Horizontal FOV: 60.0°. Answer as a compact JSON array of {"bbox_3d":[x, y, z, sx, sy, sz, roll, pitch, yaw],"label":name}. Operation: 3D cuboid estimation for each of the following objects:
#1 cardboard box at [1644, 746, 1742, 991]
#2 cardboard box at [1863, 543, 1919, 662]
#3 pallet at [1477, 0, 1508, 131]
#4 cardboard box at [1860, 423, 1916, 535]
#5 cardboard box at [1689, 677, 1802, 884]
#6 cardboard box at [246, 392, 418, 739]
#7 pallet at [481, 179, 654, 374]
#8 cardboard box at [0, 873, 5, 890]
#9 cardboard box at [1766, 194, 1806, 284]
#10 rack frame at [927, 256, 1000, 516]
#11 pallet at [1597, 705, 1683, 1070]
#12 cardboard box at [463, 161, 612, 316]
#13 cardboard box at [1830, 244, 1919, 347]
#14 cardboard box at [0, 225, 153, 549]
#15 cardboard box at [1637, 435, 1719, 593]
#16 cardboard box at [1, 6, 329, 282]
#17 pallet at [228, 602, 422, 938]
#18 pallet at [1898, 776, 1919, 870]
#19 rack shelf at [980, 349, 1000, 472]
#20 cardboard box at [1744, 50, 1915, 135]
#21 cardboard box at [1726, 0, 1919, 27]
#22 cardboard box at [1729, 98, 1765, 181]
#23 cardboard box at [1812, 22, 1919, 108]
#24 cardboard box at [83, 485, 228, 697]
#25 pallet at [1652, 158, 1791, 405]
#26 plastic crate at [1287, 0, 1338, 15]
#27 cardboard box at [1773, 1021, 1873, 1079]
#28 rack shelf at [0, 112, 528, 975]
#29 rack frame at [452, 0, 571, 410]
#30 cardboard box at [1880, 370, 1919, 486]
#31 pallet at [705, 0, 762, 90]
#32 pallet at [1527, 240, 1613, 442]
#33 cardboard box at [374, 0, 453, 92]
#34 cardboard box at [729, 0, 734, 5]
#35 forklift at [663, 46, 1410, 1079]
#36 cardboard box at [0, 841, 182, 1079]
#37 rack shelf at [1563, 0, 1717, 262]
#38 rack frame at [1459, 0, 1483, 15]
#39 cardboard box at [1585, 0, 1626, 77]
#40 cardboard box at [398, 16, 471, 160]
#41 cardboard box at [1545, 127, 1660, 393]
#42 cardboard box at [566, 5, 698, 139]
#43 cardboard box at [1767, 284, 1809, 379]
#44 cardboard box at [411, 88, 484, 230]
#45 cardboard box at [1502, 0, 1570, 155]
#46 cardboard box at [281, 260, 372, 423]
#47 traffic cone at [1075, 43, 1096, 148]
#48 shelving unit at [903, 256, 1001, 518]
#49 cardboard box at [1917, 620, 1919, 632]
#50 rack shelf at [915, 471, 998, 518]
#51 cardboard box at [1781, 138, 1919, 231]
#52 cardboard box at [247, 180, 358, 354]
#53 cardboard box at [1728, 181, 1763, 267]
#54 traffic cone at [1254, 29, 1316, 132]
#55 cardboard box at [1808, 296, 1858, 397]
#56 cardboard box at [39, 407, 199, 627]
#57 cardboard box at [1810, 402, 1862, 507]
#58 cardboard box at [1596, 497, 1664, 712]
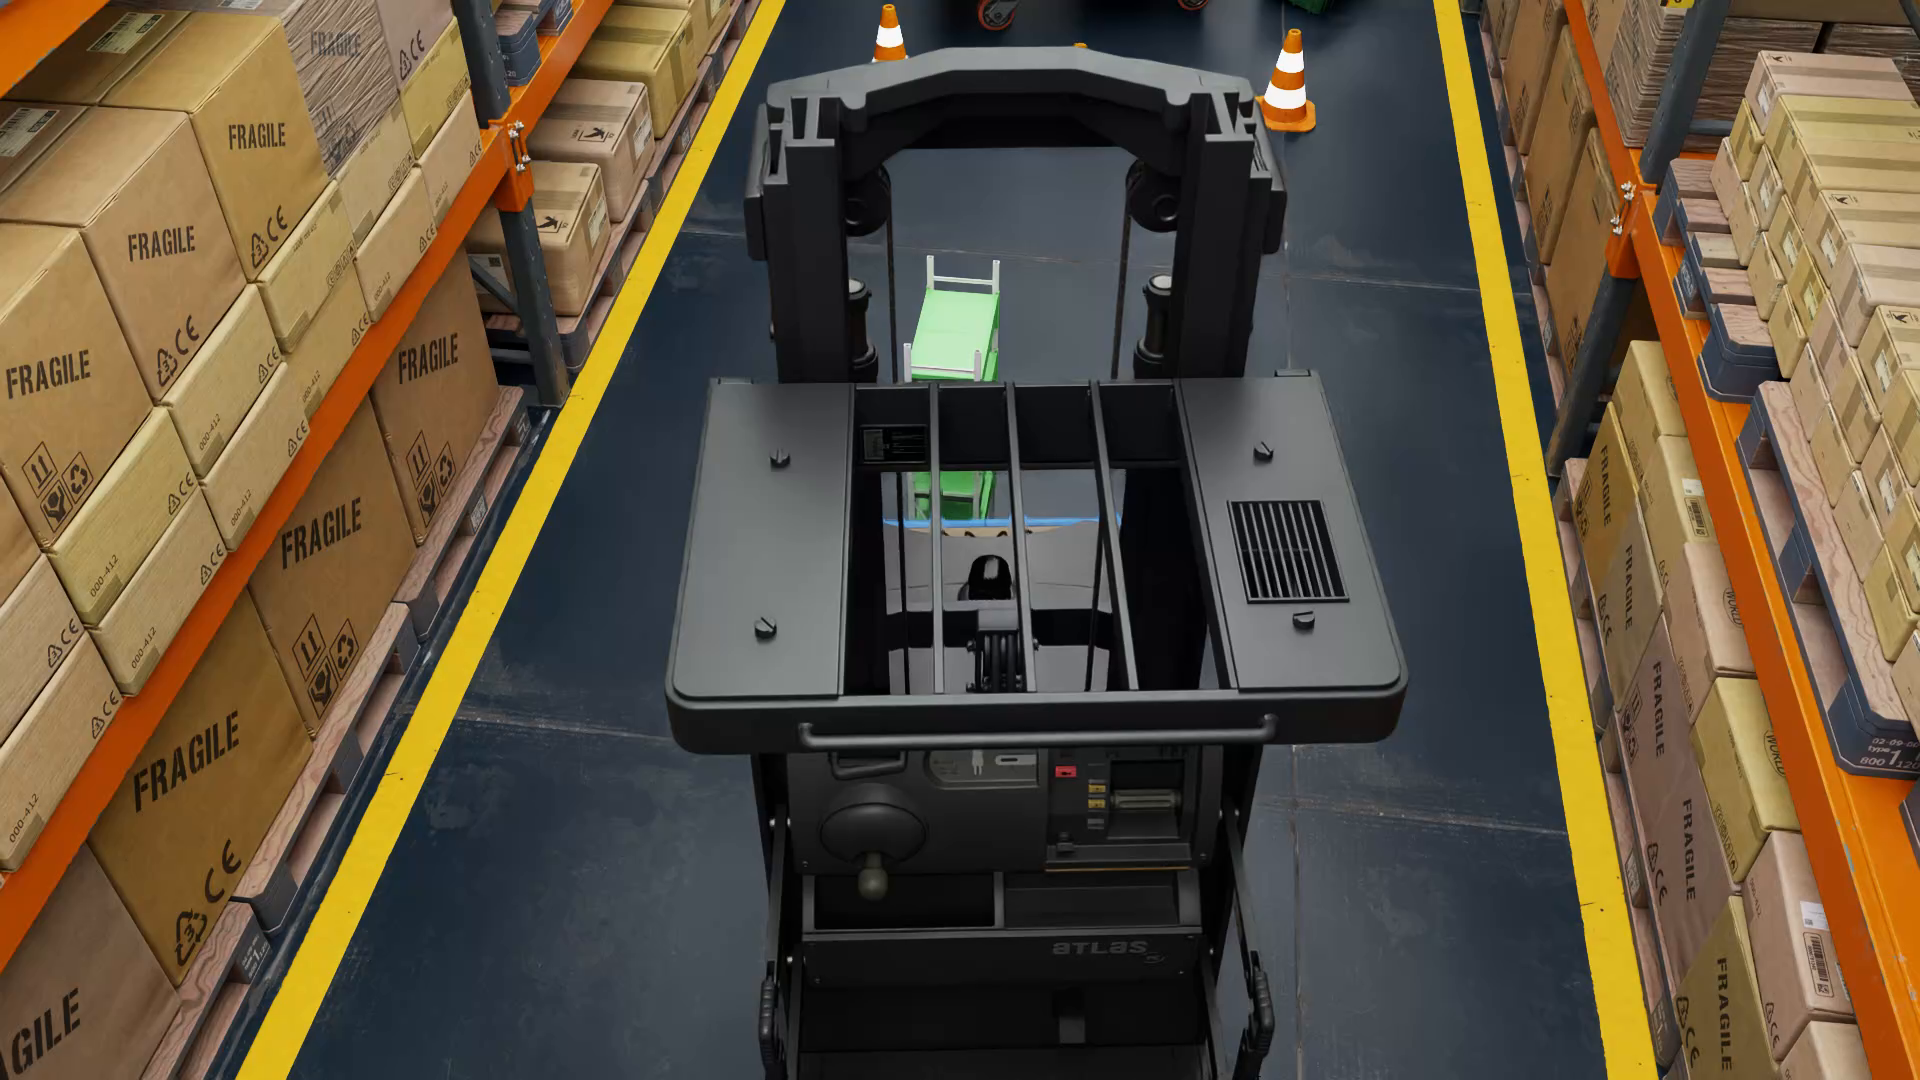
[{"bbox_3d":[2.263,0.928,4.601,0.500,0.500,0.500,4,44,5],"label":"cardboard box"},{"bbox_3d":[2.300,0.161,3.775,0.380,0.149,0.250,7,44,7],"label":"cardboard box"},{"bbox_3d":[3.305,-2.508,8.745,1.003,0.211,1.213,5,44,6],"label":"pallet"},{"bbox_3d":[2.340,-0.123,3.859,0.380,0.149,0.250,7,44,7],"label":"cardboard box"},{"bbox_3d":[2.259,0.641,4.359,0.500,0.250,0.500,3,44,4],"label":"cardboard box"},{"bbox_3d":[-2.412,-0.018,5.328,0.875,0.875,0.875,6,44,6],"label":"cardboard box"},{"bbox_3d":[-2.012,-1.228,7.393,1.003,0.211,1.213,5,44,6],"label":"pallet"},{"bbox_3d":[-2.326,0.797,3.336,0.500,0.250,0.500,4,44,5],"label":"cardboard box"},{"bbox_3d":[2.475,-0.818,4.593,0.380,0.149,0.250,4,44,4],"label":"cardboard box"},{"bbox_3d":[0.010,-0.489,5.894,0.240,1.200,0.015,5,44,6],"label":"rack frame"},{"bbox_3d":[2.535,1.047,4.991,1.003,0.211,1.213,5,44,6],"label":"pallet"},{"bbox_3d":[-2.032,-1.290,7.037,0.950,0.372,0.625,3,43,3],"label":"cardboard box"},{"bbox_3d":[2.411,-0.592,4.138,0.380,0.149,0.250,7,44,7],"label":"cardboard box"},{"bbox_3d":[-2.194,-0.346,3.634,0.500,0.500,0.500,4,44,4],"label":"cardboard box"},{"bbox_3d":[2.405,-0.050,5.089,0.500,0.250,0.500,5,44,5],"label":"cardboard box"},{"bbox_3d":[-2.058,-1.043,4.370,0.500,0.500,0.500,5,44,6],"label":"cardboard box"},{"bbox_3d":[-2.459,0.664,5.395,1.003,0.211,1.213,5,44,6],"label":"pallet"},{"bbox_3d":[2.520,0.961,3.193,1.003,0.211,1.213,5,44,6],"label":"pallet"},{"bbox_3d":[-0.022,-0.451,5.597,0.258,0.148,0.480,5,44,6],"label":"rack shelf"},{"bbox_3d":[2.550,-1.304,4.890,0.380,0.149,0.250,5,44,6],"label":"cardboard box"},{"bbox_3d":[2.873,-2.031,5.414,0.700,0.500,0.500,5,44,5],"label":"cardboard box"},{"bbox_3d":[2.541,-1.185,4.981,0.380,0.149,0.250,7,44,7],"label":"cardboard box"},{"bbox_3d":[3.130,-1.645,5.733,0.500,0.500,0.500,6,44,6],"label":"cardboard box"},{"bbox_3d":[-2.175,0.096,4.076,0.500,0.250,0.500,5,44,5],"label":"cardboard box"},{"bbox_3d":[2.815,-0.762,5.013,1.213,0.211,1.003,5,44,6],"label":"pallet"},{"bbox_3d":[2.057,-3.290,9.547,0.450,0.188,0.662,35,53,18],"label":"plastic crate"},{"bbox_3d":[2.122,1.351,3.608,0.500,0.250,0.500,4,44,4],"label":"cardboard box"},{"bbox_3d":[-2.381,-0.084,4.680,1.077,0.370,4.000,5,44,6],"label":"rack shelf"},{"bbox_3d":[-2.117,-1.708,5.872,1.000,3.000,0.127,5,44,6],"label":"rack frame"},{"bbox_3d":[2.341,-0.241,3.768,0.380,0.149,0.250,5,44,5],"label":"cardboard box"},{"bbox_3d":[-1.689,-2.891,9.149,1.003,0.211,1.213,5,44,6],"label":"pallet"},{"bbox_3d":[2.982,-0.845,6.989,1.003,0.211,1.213,5,44,6],"label":"pallet"},{"bbox_3d":[-1.926,-1.731,5.097,0.500,0.500,0.500,4,44,4],"label":"cardboard box"},{"bbox_3d":[-1.655,-3.275,9.133,0.950,0.372,0.625,6,44,6],"label":"cardboard box"},{"bbox_3d":[0.104,0.660,3.422,1.130,2.935,3.031,-1,43,-1],"label":"forklift"},{"bbox_3d":[-2.643,1.207,4.033,0.875,0.875,0.875,6,44,7],"label":"cardboard box"},{"bbox_3d":[3.068,-2.429,7.157,1.077,0.370,4.000,5,44,6],"label":"rack shelf"},{"bbox_3d":[3.332,-4.053,8.349,1.000,3.000,0.127,5,44,6],"label":"rack frame"},{"bbox_3d":[2.664,-2.034,6.144,0.500,0.500,0.500,5,44,6],"label":"cardboard box"},{"bbox_3d":[-1.929,-1.482,5.379,0.500,0.250,0.500,5,44,5],"label":"cardboard box"},{"bbox_3d":[2.973,-1.069,6.528,1.050,0.750,0.750,5,44,5],"label":"cardboard box"},{"bbox_3d":[-1.836,-2.310,8.114,0.950,0.372,0.625,7,44,7],"label":"cardboard box"},{"bbox_3d":[2.439,-0.551,4.527,0.380,0.149,0.250,7,44,7],"label":"cardboard box"},{"bbox_3d":[-1.926,-1.285,5.535,0.500,0.250,0.500,4,44,4],"label":"cardboard box"},{"bbox_3d":[3.208,-2.300,7.828,1.050,0.750,0.750,5,44,6],"label":"cardboard box"},{"bbox_3d":[-2.061,-0.594,4.805,0.500,0.250,0.500,5,44,5],"label":"cardboard box"},{"bbox_3d":[0.589,-2.252,8.292,0.336,0.463,0.334,5,44,6],"label":"traffic cone"},{"bbox_3d":[-0.022,-0.323,5.718,0.258,1.200,0.503,5,44,6],"label":"shelving unit"},{"bbox_3d":[2.268,0.228,3.488,0.380,0.149,0.250,3,44,3],"label":"cardboard box"},{"bbox_3d":[-0.022,-0.102,5.927,0.258,0.148,0.480,5,44,6],"label":"rack shelf"},{"bbox_3d":[2.481,-0.957,4.523,0.380,0.149,0.250,5,44,5],"label":"cardboard box"},{"bbox_3d":[-2.040,-0.781,4.639,0.500,0.250,0.500,4,44,4],"label":"cardboard box"},{"bbox_3d":[2.509,-0.919,4.916,0.380,0.149,0.250,7,44,8],"label":"cardboard box"},{"bbox_3d":[1.658,-2.355,8.401,0.336,0.463,0.334,5,44,6],"label":"traffic cone"},{"bbox_3d":[2.408,-0.476,4.232,0.380,0.149,0.250,5,44,6],"label":"cardboard box"},{"bbox_3d":[-2.173,-0.083,3.901,0.500,0.250,0.500,6,44,6],"label":"cardboard box"},{"bbox_3d":[2.371,-0.198,4.155,0.380,0.149,0.250,6,44,6],"label":"cardboard box"},{"bbox_3d":[2.394,0.230,5.338,0.500,0.500,0.500,6,44,6],"label":"cardboard box"}]
